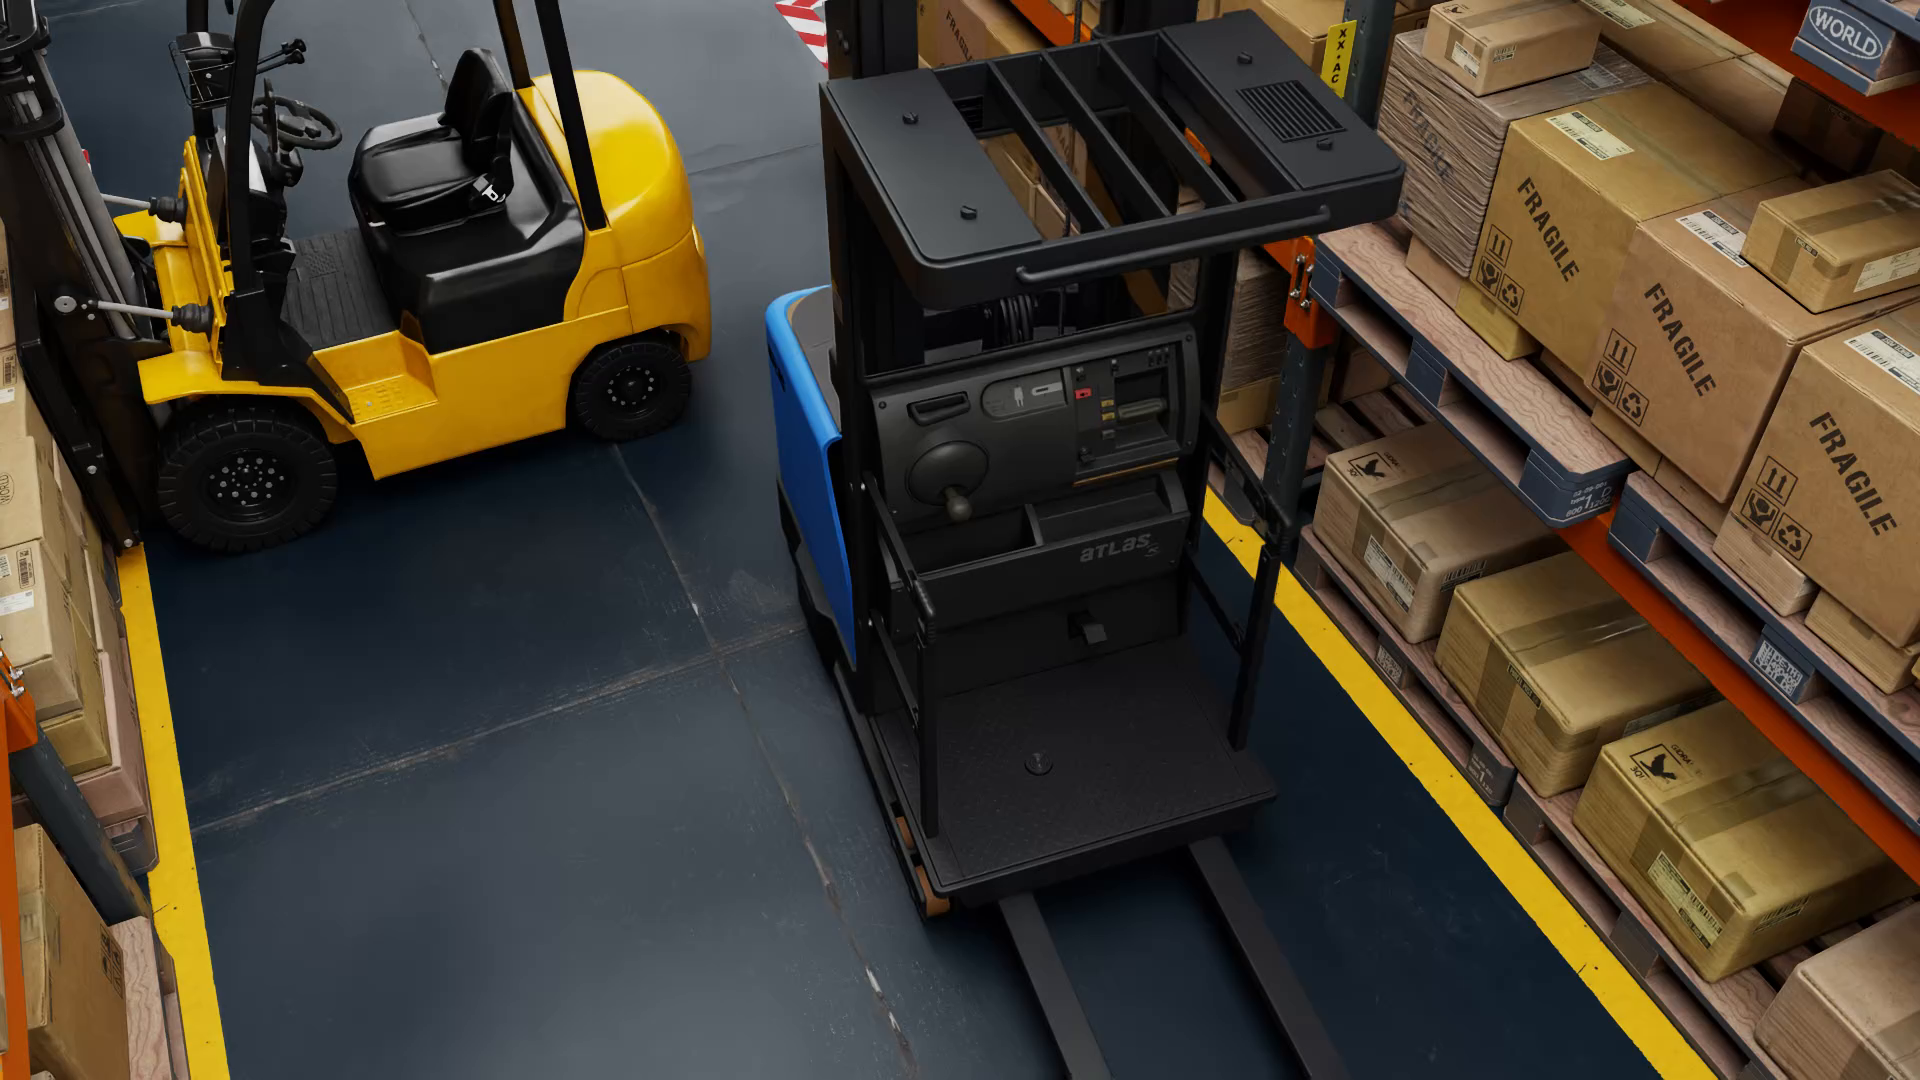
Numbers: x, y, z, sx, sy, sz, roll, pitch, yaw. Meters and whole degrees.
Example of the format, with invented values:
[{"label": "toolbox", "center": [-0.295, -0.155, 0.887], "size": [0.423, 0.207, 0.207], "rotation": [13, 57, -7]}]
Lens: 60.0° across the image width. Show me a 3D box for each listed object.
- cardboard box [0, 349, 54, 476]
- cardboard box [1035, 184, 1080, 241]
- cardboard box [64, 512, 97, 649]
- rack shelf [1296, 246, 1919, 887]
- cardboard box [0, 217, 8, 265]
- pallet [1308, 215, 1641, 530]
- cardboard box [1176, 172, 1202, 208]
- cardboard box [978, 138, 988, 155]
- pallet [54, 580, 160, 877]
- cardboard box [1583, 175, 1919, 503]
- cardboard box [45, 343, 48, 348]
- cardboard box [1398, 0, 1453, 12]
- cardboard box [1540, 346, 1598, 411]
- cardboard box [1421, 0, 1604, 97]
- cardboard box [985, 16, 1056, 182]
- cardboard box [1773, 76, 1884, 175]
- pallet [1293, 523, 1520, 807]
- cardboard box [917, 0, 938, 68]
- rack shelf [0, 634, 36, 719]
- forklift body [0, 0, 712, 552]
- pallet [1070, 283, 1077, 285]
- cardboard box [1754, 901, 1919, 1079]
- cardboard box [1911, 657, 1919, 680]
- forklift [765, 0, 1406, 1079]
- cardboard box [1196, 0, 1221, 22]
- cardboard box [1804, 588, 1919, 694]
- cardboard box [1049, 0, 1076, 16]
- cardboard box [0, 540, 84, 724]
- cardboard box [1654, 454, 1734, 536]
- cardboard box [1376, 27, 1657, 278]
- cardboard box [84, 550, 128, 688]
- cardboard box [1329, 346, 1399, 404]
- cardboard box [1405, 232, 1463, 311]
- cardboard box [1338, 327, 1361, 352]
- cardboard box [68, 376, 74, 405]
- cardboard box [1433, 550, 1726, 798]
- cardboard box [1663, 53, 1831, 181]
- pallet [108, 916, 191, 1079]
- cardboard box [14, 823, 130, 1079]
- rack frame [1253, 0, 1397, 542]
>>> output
[{"label": "cardboard box", "center": [-3.255, -0.325, 5.390], "size": [0.500, 0.250, 0.500], "rotation": [-17, 47, -16]}, {"label": "cardboard box", "center": [0.656, -1.353, 7.144], "size": [0.500, 0.250, 0.500], "rotation": [-17, 47, -17]}, {"label": "cardboard box", "center": [-3.048, 0.177, 5.238], "size": [0.500, 0.250, 0.500], "rotation": [-18, 47, -18]}, {"label": "rack shelf", "center": [2.432, 0.307, 4.315], "size": [1.077, 0.370, 4.000], "rotation": [-18, 47, -17]}, {"label": "cardboard box", "center": [-3.675, -0.987, 6.061], "size": [0.500, 0.250, 0.500], "rotation": [-17, 47, -17]}, {"label": "pallet", "center": [1.781, -0.625, 4.884], "size": [1.003, 0.211, 1.213], "rotation": [-18, 47, -17]}, {"label": "cardboard box", "center": [0.884, -1.282, 6.539], "size": [0.500, 0.500, 0.500], "rotation": [-17, 47, -17]}, {"label": "cardboard box", "center": [0.205, -2.020, 7.820], "size": [0.500, 0.250, 0.500], "rotation": [-16, 47, -16]}, {"label": "pallet", "center": [-3.207, 0.718, 5.371], "size": [1.003, 0.211, 1.213], "rotation": [-18, 47, -17]}, {"label": "cardboard box", "center": [1.935, -0.493, 4.032], "size": [0.500, 0.500, 0.500], "rotation": [-18, 47, -18]}, {"label": "cardboard box", "center": [-3.460, -0.469, 5.893], "size": [0.500, 0.250, 0.500], "rotation": [-18, 47, -18]}, {"label": "cardboard box", "center": [1.603, -2.065, 5.212], "size": [0.700, 0.500, 0.500], "rotation": [-18, 48, -18]}, {"label": "cardboard box", "center": [1.823, -0.518, 4.519], "size": [0.380, 0.149, 0.250], "rotation": [-15, 47, -15]}, {"label": "cardboard box", "center": [1.468, -1.341, 4.429], "size": [0.380, 0.149, 0.250], "rotation": [-18, 47, -18]}, {"label": "cardboard box", "center": [0.435, -1.945, 7.210], "size": [0.500, 0.500, 0.500], "rotation": [-17, 47, -17]}, {"label": "cardboard box", "center": [2.292, -1.082, 4.167], "size": [0.380, 0.149, 0.250], "rotation": [-19, 48, -19]}, {"label": "pallet", "center": [1.920, 0.265, 5.831], "size": [1.003, 0.211, 1.213], "rotation": [-18, 47, -17]}, {"label": "cardboard box", "center": [0.008, -2.599, 7.873], "size": [0.500, 0.500, 0.500], "rotation": [-20, 48, -19]}, {"label": "rack shelf", "center": [-3.752, -0.773, 5.410], "size": [1.077, 0.370, 4.000], "rotation": [-18, 47, -17]}, {"label": "forklift body", "center": [-2.140, -1.332, 6.069], "size": [2.313, 2.155, 1.214], "rotation": [-18, 47, -17]}, {"label": "pallet", "center": [0.760, -1.427, 7.546], "size": [1.003, 0.211, 1.213], "rotation": [-18, 47, -17]}, {"label": "cardboard box", "center": [2.727, 1.281, 4.388], "size": [0.950, 0.372, 0.625], "rotation": [-19, 48, -18]}, {"label": "cardboard box", "center": [2.389, 0.180, 3.350], "size": [0.500, 0.500, 0.500], "rotation": [-21, 48, -20]}, {"label": "forklift", "center": [0.292, -0.223, 4.390], "size": [1.130, 2.935, 3.031], "rotation": [-14, 46, -13]}, {"label": "cardboard box", "center": [0.956, -1.900, 5.757], "size": [0.500, 0.500, 0.500], "rotation": [-17, 47, -16]}, {"label": "cardboard box", "center": [2.198, 0.162, 3.830], "size": [0.380, 0.149, 0.250], "rotation": [-19, 48, -19]}, {"label": "cardboard box", "center": [0.528, -2.220, 6.543], "size": [0.380, 0.149, 0.250], "rotation": [-18, 47, -17]}, {"label": "cardboard box", "center": [-2.829, 0.318, 4.739], "size": [0.500, 0.250, 0.500], "rotation": [-19, 48, -18]}, {"label": "cardboard box", "center": [1.995, -0.184, 4.180], "size": [0.380, 0.149, 0.250], "rotation": [-18, 47, -17]}, {"label": "cardboard box", "center": [1.528, -1.131, 4.678], "size": [0.500, 0.500, 0.500], "rotation": [-17, 47, -16]}, {"label": "cardboard box", "center": [-3.041, 0.349, 5.419], "size": [0.500, 0.250, 0.500], "rotation": [-19, 48, -18]}, {"label": "cardboard box", "center": [1.588, -0.850, 6.634], "size": [0.500, 0.250, 0.500], "rotation": [-20, 48, -19]}, {"label": "cardboard box", "center": [1.537, -0.838, 4.843], "size": [0.380, 0.149, 0.250], "rotation": [-17, 47, -17]}, {"label": "cardboard box", "center": [1.588, -1.117, 6.371], "size": [0.500, 0.500, 0.500], "rotation": [-16, 47, -16]}, {"label": "cardboard box", "center": [-3.467, -0.303, 6.080], "size": [0.500, 0.250, 0.500], "rotation": [-17, 47, -16]}, {"label": "cardboard box", "center": [2.119, 0.353, 5.328], "size": [0.950, 0.372, 0.625], "rotation": [-15, 47, -15]}, {"label": "cardboard box", "center": [2.203, -0.972, 4.517], "size": [0.500, 0.500, 0.500], "rotation": [-18, 47, -17]}, {"label": "pallet", "center": [-2.566, 1.696, 4.381], "size": [1.003, 0.211, 1.213], "rotation": [-18, 47, -17]}, {"label": "cardboard box", "center": [-2.681, 1.270, 4.219], "size": [0.875, 0.625, 0.625], "rotation": [-16, 47, -16]}, {"label": "rack frame", "center": [1.591, -1.223, 5.354], "size": [1.000, 3.000, 0.127], "rotation": [-18, 47, -17]}]
